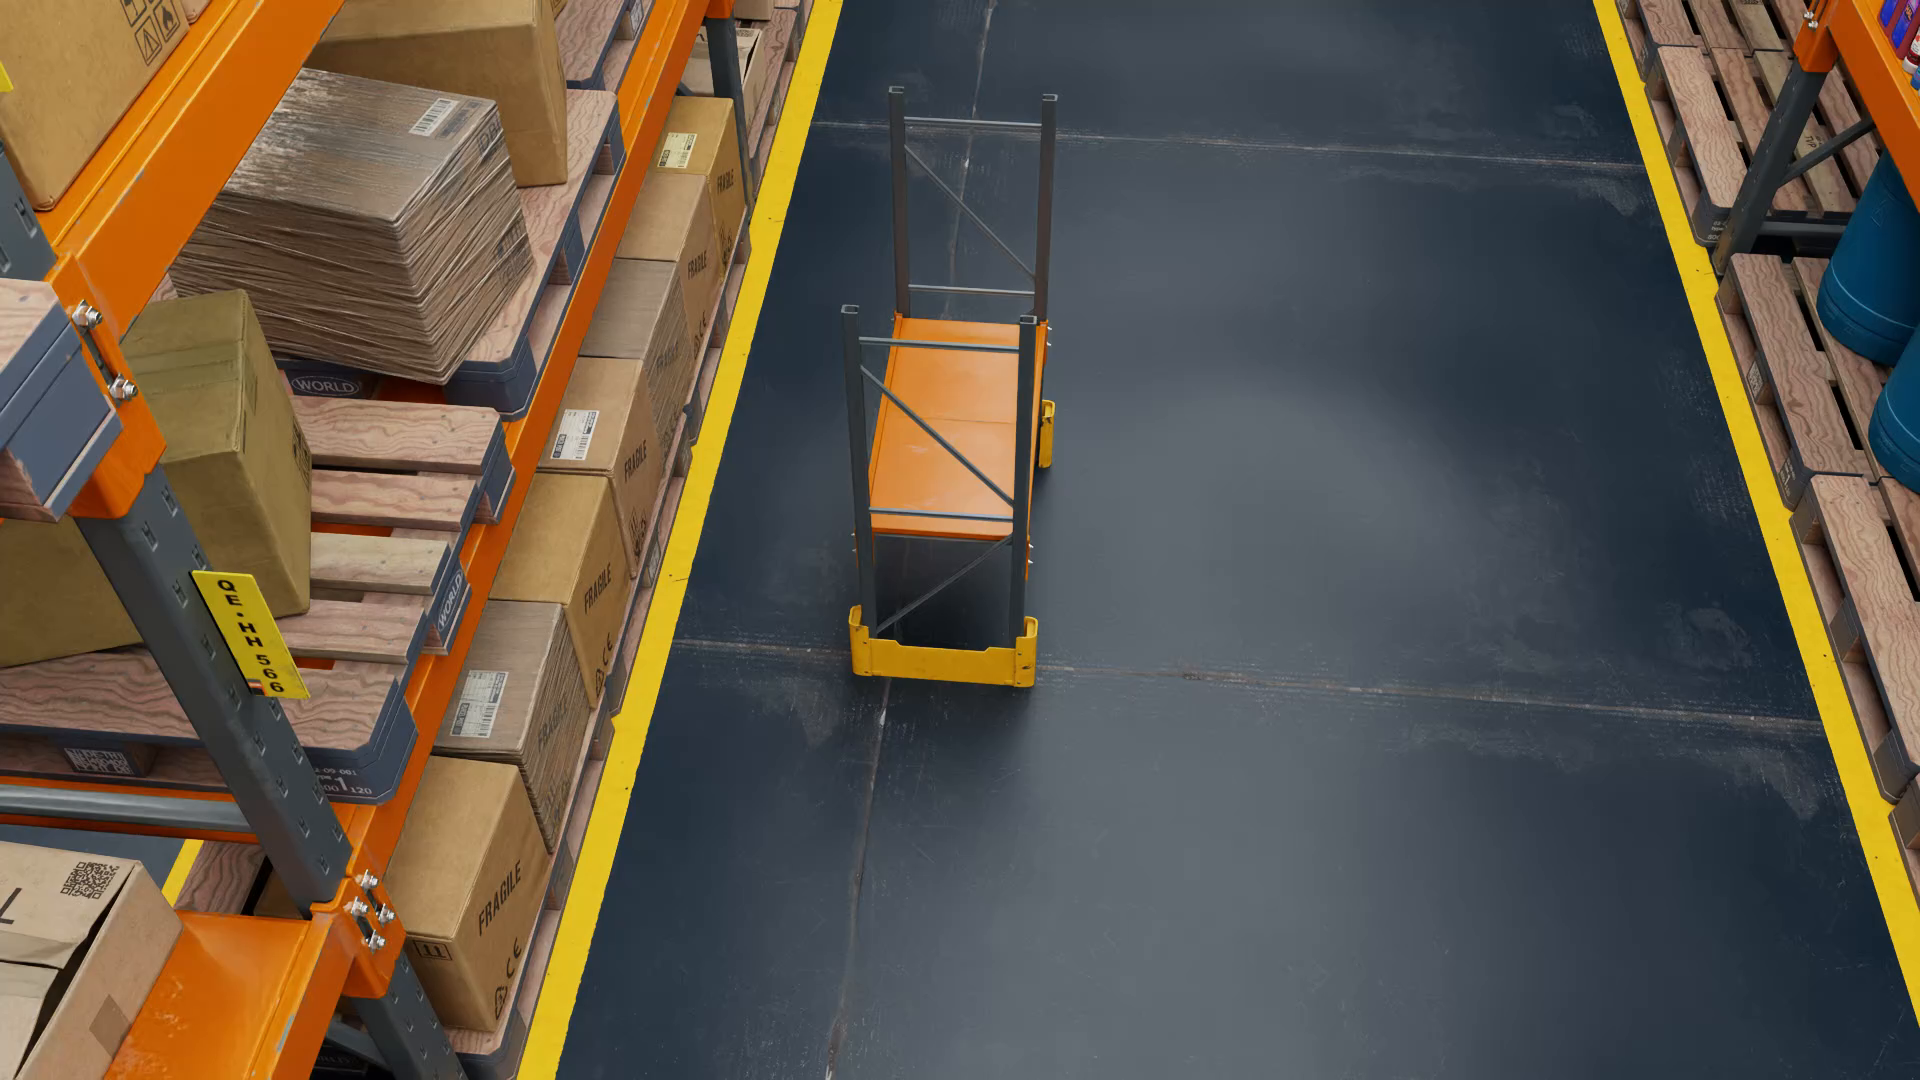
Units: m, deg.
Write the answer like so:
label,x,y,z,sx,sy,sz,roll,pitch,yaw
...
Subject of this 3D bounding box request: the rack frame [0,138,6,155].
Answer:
label,x,y,z,sx,sy,sz,roll,pitch,yaw
rack frame,-1.736,-1.505,1.029,1.000,3.000,0.127,4,48,4

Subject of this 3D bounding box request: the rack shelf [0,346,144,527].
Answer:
label,x,y,z,sx,sy,sz,roll,pitch,yaw
rack shelf,-1.918,1.219,1.057,1.077,0.370,4.000,4,48,4

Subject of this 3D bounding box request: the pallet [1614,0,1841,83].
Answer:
label,x,y,z,sx,sy,sz,roll,pitch,yaw
pallet,3.698,-2.585,7.971,1.003,0.211,1.213,4,48,4

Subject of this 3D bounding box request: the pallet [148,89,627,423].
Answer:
label,x,y,z,sx,sy,sz,roll,pitch,yaw
pallet,-1.563,-0.845,4.620,1.003,0.211,1.213,4,48,4

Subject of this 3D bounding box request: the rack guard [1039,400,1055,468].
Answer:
label,x,y,z,sx,sy,sz,roll,pitch,yaw
rack guard,0.038,-0.394,5.941,0.587,0.250,0.087,4,48,4

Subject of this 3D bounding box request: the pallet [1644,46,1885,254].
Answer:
label,x,y,z,sx,sy,sz,roll,pitch,yaw
pallet,3.590,-1.686,7.149,1.003,0.211,1.213,4,48,4

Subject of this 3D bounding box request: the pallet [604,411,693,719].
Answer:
label,x,y,z,sx,sy,sz,roll,pitch,yaw
pallet,-1.516,0.020,5.588,1.003,0.211,1.213,4,48,4

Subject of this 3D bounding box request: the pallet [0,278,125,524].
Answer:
label,x,y,z,sx,sy,sz,roll,pitch,yaw
pallet,-1.708,0.075,1.743,1.213,0.211,1.003,6,48,5

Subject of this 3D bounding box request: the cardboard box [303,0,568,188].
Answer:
label,x,y,z,sx,sy,sz,roll,pitch,yaw
cardboard box,-1.471,-1.293,4.548,0.700,0.500,0.500,-7,48,-6

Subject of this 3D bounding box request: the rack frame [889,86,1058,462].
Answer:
label,x,y,z,sx,sy,sz,roll,pitch,yaw
rack frame,0.039,-0.817,5.481,0.500,1.500,0.032,4,48,4

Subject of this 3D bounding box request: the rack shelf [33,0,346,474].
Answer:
label,x,y,z,sx,sy,sz,roll,pitch,yaw
rack shelf,-1.553,-1.720,3.745,1.077,0.370,4.000,4,48,4

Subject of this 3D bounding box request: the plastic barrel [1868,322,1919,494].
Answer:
label,x,y,z,sx,sy,sz,roll,pitch,yaw
plastic barrel,3.430,-0.599,5.402,0.600,0.901,0.708,4,48,4

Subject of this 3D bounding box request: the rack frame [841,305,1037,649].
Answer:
label,x,y,z,sx,sy,sz,roll,pitch,yaw
rack frame,-0.054,-0.070,4.798,0.500,1.500,0.032,4,48,4

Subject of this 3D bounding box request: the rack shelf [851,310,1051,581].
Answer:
label,x,y,z,sx,sy,sz,roll,pitch,yaw
rack shelf,-0.008,-0.322,5.272,0.538,0.185,1.000,4,48,4

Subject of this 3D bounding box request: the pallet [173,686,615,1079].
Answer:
label,x,y,z,sx,sy,sz,roll,pitch,yaw
pallet,-1.630,0.914,4.771,1.003,0.211,1.213,4,48,4

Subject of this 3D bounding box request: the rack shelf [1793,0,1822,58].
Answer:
label,x,y,z,sx,sy,sz,roll,pitch,yaw
rack shelf,3.744,-3.311,7.233,1.077,0.370,4.000,4,48,4

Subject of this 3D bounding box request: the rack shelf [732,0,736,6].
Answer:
label,x,y,z,sx,sy,sz,roll,pitch,yaw
rack shelf,-1.189,-3.647,7.540,1.077,0.370,4.000,4,48,4

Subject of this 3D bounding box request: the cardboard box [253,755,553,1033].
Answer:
label,x,y,z,sx,sy,sz,roll,pitch,yaw
cardboard box,-1.410,0.899,4.291,0.500,0.500,0.500,6,48,5

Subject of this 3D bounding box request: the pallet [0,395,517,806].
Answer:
label,x,y,z,sx,sy,sz,roll,pitch,yaw
pallet,-1.744,0.081,3.773,1.213,0.211,1.003,4,48,4

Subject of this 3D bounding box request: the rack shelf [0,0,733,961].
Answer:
label,x,y,z,sx,sy,sz,roll,pitch,yaw
rack shelf,-1.553,-0.708,4.852,1.077,0.370,4.000,4,48,4

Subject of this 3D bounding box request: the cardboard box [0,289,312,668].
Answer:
label,x,y,z,sx,sy,sz,roll,pitch,yaw
cardboard box,-1.790,-0.127,3.481,0.700,0.500,0.500,-11,48,-10

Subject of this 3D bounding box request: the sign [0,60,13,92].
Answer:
label,x,y,z,sx,sy,sz,roll,pitch,yaw
sign,-1.184,-0.651,1.876,0.100,0.325,0.005,4,48,4

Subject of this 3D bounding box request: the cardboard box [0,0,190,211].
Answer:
label,x,y,z,sx,sy,sz,roll,pitch,yaw
cardboard box,-1.729,-0.850,2.394,0.910,0.500,0.500,4,48,4

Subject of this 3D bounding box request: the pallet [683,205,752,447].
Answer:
label,x,y,z,sx,sy,sz,roll,pitch,yaw
pallet,-1.408,-0.879,6.411,1.003,0.211,1.213,4,48,4

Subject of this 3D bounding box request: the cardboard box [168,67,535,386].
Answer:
label,x,y,z,sx,sy,sz,roll,pitch,yaw
cardboard box,-1.517,-0.786,4.084,0.700,0.500,0.500,12,49,11

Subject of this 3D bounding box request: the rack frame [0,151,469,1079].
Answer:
label,x,y,z,sx,sy,sz,roll,pitch,yaw
rack frame,-1.736,0.519,3.242,1.000,3.000,0.127,4,48,4

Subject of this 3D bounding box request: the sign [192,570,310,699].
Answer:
label,x,y,z,sx,sy,sz,roll,pitch,yaw
sign,-1.183,0.163,2.783,0.100,0.325,0.005,4,48,4

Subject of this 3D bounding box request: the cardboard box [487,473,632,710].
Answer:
label,x,y,z,sx,sy,sz,roll,pitch,yaw
cardboard box,-1.317,0.146,4.980,0.500,0.500,0.500,3,48,3

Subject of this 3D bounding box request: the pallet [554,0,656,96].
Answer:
label,x,y,z,sx,sy,sz,roll,pitch,yaw
pallet,-1.553,-1.775,5.471,1.003,0.211,1.213,4,48,4

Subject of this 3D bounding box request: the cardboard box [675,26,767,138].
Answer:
label,x,y,z,sx,sy,sz,roll,pitch,yaw
cardboard box,-1.117,-1.955,7.029,0.500,0.311,0.500,4,48,4

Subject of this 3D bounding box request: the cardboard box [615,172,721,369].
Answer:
label,x,y,z,sx,sy,sz,roll,pitch,yaw
cardboard box,-1.184,-0.980,6.010,0.500,0.500,0.500,4,48,4

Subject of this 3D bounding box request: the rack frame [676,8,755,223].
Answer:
label,x,y,z,sx,sy,sz,roll,pitch,yaw
rack frame,-1.371,-2.420,5.931,1.000,3.000,0.127,4,48,4

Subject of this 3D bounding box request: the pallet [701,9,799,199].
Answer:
label,x,y,z,sx,sy,sz,roll,pitch,yaw
pallet,-1.308,-1.983,7.421,1.003,0.211,1.213,4,48,4

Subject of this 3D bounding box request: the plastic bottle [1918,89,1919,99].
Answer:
label,x,y,z,sx,sy,sz,roll,pitch,yaw
plastic bottle,3.106,-1.459,5.136,0.152,0.276,0.135,4,48,4

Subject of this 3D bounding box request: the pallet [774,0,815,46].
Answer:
label,x,y,z,sx,sy,sz,roll,pitch,yaw
pallet,-1.199,-2.882,8.243,1.003,0.211,1.213,4,48,4

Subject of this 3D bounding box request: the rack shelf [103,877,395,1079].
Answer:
label,x,y,z,sx,sy,sz,roll,pitch,yaw
rack shelf,-1.918,2.232,2.164,1.077,0.370,4.000,4,48,4

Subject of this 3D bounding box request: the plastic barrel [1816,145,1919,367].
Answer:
label,x,y,z,sx,sy,sz,roll,pitch,yaw
plastic barrel,3.495,-1.119,5.878,0.600,0.901,0.708,4,48,4

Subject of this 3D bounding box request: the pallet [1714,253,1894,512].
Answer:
label,x,y,z,sx,sy,sz,roll,pitch,yaw
pallet,3.449,-0.579,6.136,1.003,0.211,1.213,4,48,4

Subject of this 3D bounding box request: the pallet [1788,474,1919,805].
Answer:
label,x,y,z,sx,sy,sz,roll,pitch,yaw
pallet,3.341,0.320,5.314,1.003,0.211,1.213,4,48,4

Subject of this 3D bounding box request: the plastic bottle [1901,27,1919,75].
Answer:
label,x,y,z,sx,sy,sz,roll,pitch,yaw
plastic bottle,3.099,-1.592,5.308,0.097,0.201,0.097,0,48,0

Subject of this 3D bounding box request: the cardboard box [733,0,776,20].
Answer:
label,x,y,z,sx,sy,sz,roll,pitch,yaw
cardboard box,-1.049,-2.542,7.665,0.380,0.166,0.250,4,48,4

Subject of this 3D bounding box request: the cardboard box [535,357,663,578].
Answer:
label,x,y,z,sx,sy,sz,roll,pitch,yaw
cardboard box,-1.274,-0.238,5.331,0.500,0.500,0.500,2,48,2

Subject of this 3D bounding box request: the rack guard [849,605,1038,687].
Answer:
label,x,y,z,sx,sy,sz,roll,pitch,yaw
rack guard,-0.052,0.338,5.272,0.587,0.250,0.087,4,48,4

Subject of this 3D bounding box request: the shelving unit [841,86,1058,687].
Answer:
label,x,y,z,sx,sy,sz,roll,pitch,yaw
shelving unit,-0.007,-0.450,5.145,0.587,1.500,1.083,4,48,4

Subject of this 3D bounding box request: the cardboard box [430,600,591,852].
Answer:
label,x,y,z,sx,sy,sz,roll,pitch,yaw
cardboard box,-1.367,0.514,4.643,0.500,0.500,0.500,2,48,2

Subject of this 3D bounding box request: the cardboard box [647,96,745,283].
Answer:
label,x,y,z,sx,sy,sz,roll,pitch,yaw
cardboard box,-1.131,-1.343,6.341,0.500,0.500,0.500,4,48,3

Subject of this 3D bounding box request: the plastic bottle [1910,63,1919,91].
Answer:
label,x,y,z,sx,sy,sz,roll,pitch,yaw
plastic bottle,3.090,-1.544,5.217,0.097,0.271,0.097,0,48,0

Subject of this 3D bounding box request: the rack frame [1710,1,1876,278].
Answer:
label,x,y,z,sx,sy,sz,roll,pitch,yaw
rack frame,3.561,-2.084,5.623,1.000,3.000,0.127,4,48,4

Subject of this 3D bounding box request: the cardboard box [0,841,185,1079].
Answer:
label,x,y,z,sx,sy,sz,roll,pitch,yaw
cardboard box,-1.812,0.814,3.033,0.500,0.311,0.500,7,48,6

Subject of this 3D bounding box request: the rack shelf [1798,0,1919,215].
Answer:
label,x,y,z,sx,sy,sz,roll,pitch,yaw
rack shelf,3.379,-0.372,4.545,1.077,0.370,4.000,4,48,4

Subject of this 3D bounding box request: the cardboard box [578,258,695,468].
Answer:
label,x,y,z,sx,sy,sz,roll,pitch,yaw
cardboard box,-1.230,-0.612,5.673,0.500,0.500,0.500,4,48,4

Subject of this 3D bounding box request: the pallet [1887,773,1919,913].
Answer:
label,x,y,z,sx,sy,sz,roll,pitch,yaw
pallet,3.227,1.214,4.496,1.003,0.211,1.213,4,48,4

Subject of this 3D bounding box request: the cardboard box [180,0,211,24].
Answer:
label,x,y,z,sx,sy,sz,roll,pitch,yaw
cardboard box,-1.683,-1.224,2.737,0.910,0.500,0.500,4,48,4

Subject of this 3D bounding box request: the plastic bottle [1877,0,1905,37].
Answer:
label,x,y,z,sx,sy,sz,roll,pitch,yaw
plastic bottle,3.103,-1.804,5.446,0.061,0.283,0.133,4,48,4

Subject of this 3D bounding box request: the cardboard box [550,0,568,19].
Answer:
label,x,y,z,sx,sy,sz,roll,pitch,yaw
cardboard box,-1.637,-1.753,4.968,0.700,0.500,0.500,11,48,10

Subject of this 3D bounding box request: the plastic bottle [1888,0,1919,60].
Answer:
label,x,y,z,sx,sy,sz,roll,pitch,yaw
plastic bottle,3.091,-1.706,5.357,0.061,0.283,0.133,4,48,4
